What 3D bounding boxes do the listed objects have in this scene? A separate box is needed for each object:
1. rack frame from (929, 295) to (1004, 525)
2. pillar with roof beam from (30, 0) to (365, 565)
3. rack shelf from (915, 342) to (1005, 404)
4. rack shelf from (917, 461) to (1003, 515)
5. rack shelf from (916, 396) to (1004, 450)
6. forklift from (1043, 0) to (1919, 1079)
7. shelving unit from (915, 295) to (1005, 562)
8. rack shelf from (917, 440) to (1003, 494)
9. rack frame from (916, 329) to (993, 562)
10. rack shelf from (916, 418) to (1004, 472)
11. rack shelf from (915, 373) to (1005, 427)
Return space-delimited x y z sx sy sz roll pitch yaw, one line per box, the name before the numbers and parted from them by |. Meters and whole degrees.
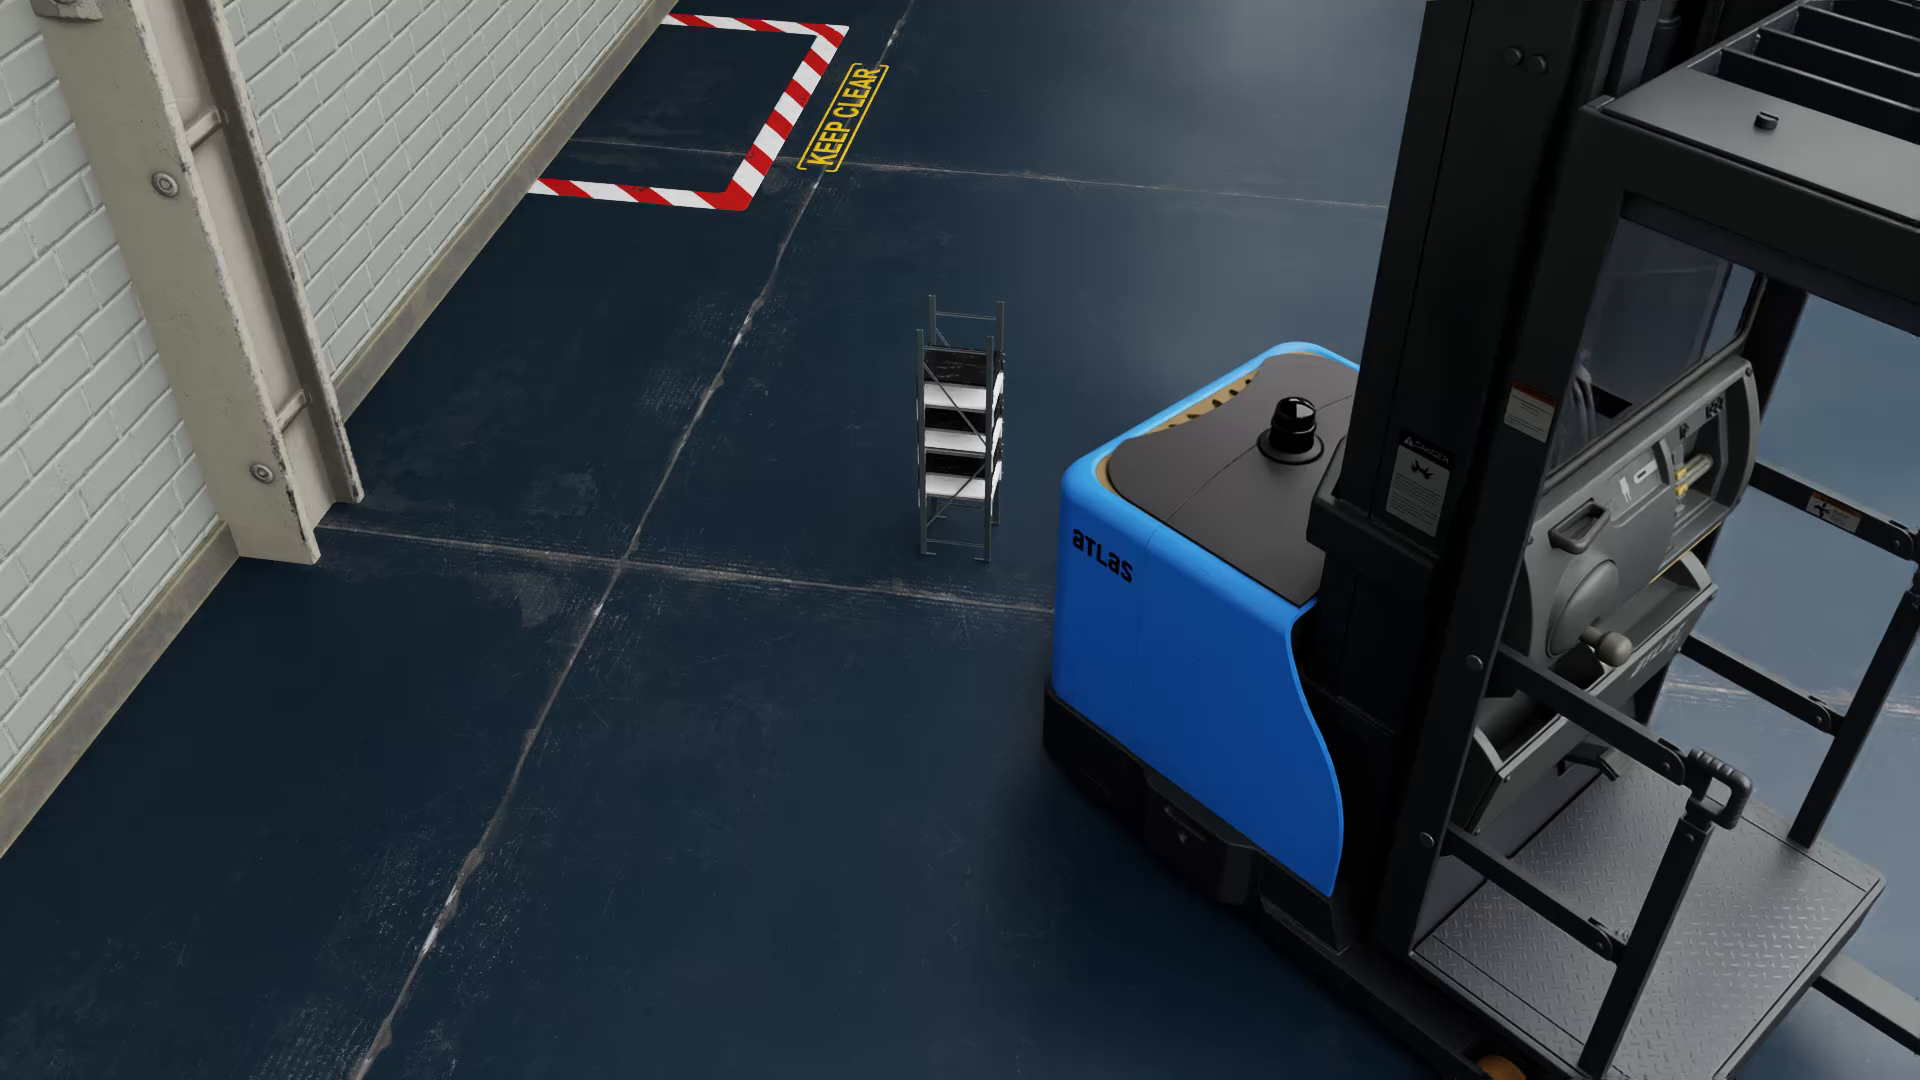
rack frame | 0.019 -0.416 5.547 0.240 0.900 0.006 6 40 8
pillar with roof beam | 1.927 -3.051 2.378 9.100 9.000 0.400 6 40 8
rack shelf | 0.001 -0.534 5.319 0.258 0.077 0.200 6 40 8
rack shelf | 0.001 -0.187 5.605 0.258 0.077 0.200 6 40 8
rack shelf | 0.001 -0.396 5.433 0.258 0.077 0.200 6 40 8
forklift | 1.608 0.003 3.446 1.130 2.935 3.031 -30 48 -31
shelving unit | 0.001 -0.352 5.469 0.258 0.900 0.210 6 40 8
rack shelf | 0.001 -0.257 5.548 0.258 0.077 0.200 6 40 8
rack frame | -0.016 -0.288 5.392 0.240 0.900 0.006 6 40 8
rack shelf | 0.001 -0.326 5.491 0.258 0.077 0.200 6 40 8
rack shelf | 0.001 -0.465 5.376 0.258 0.077 0.200 6 40 8
